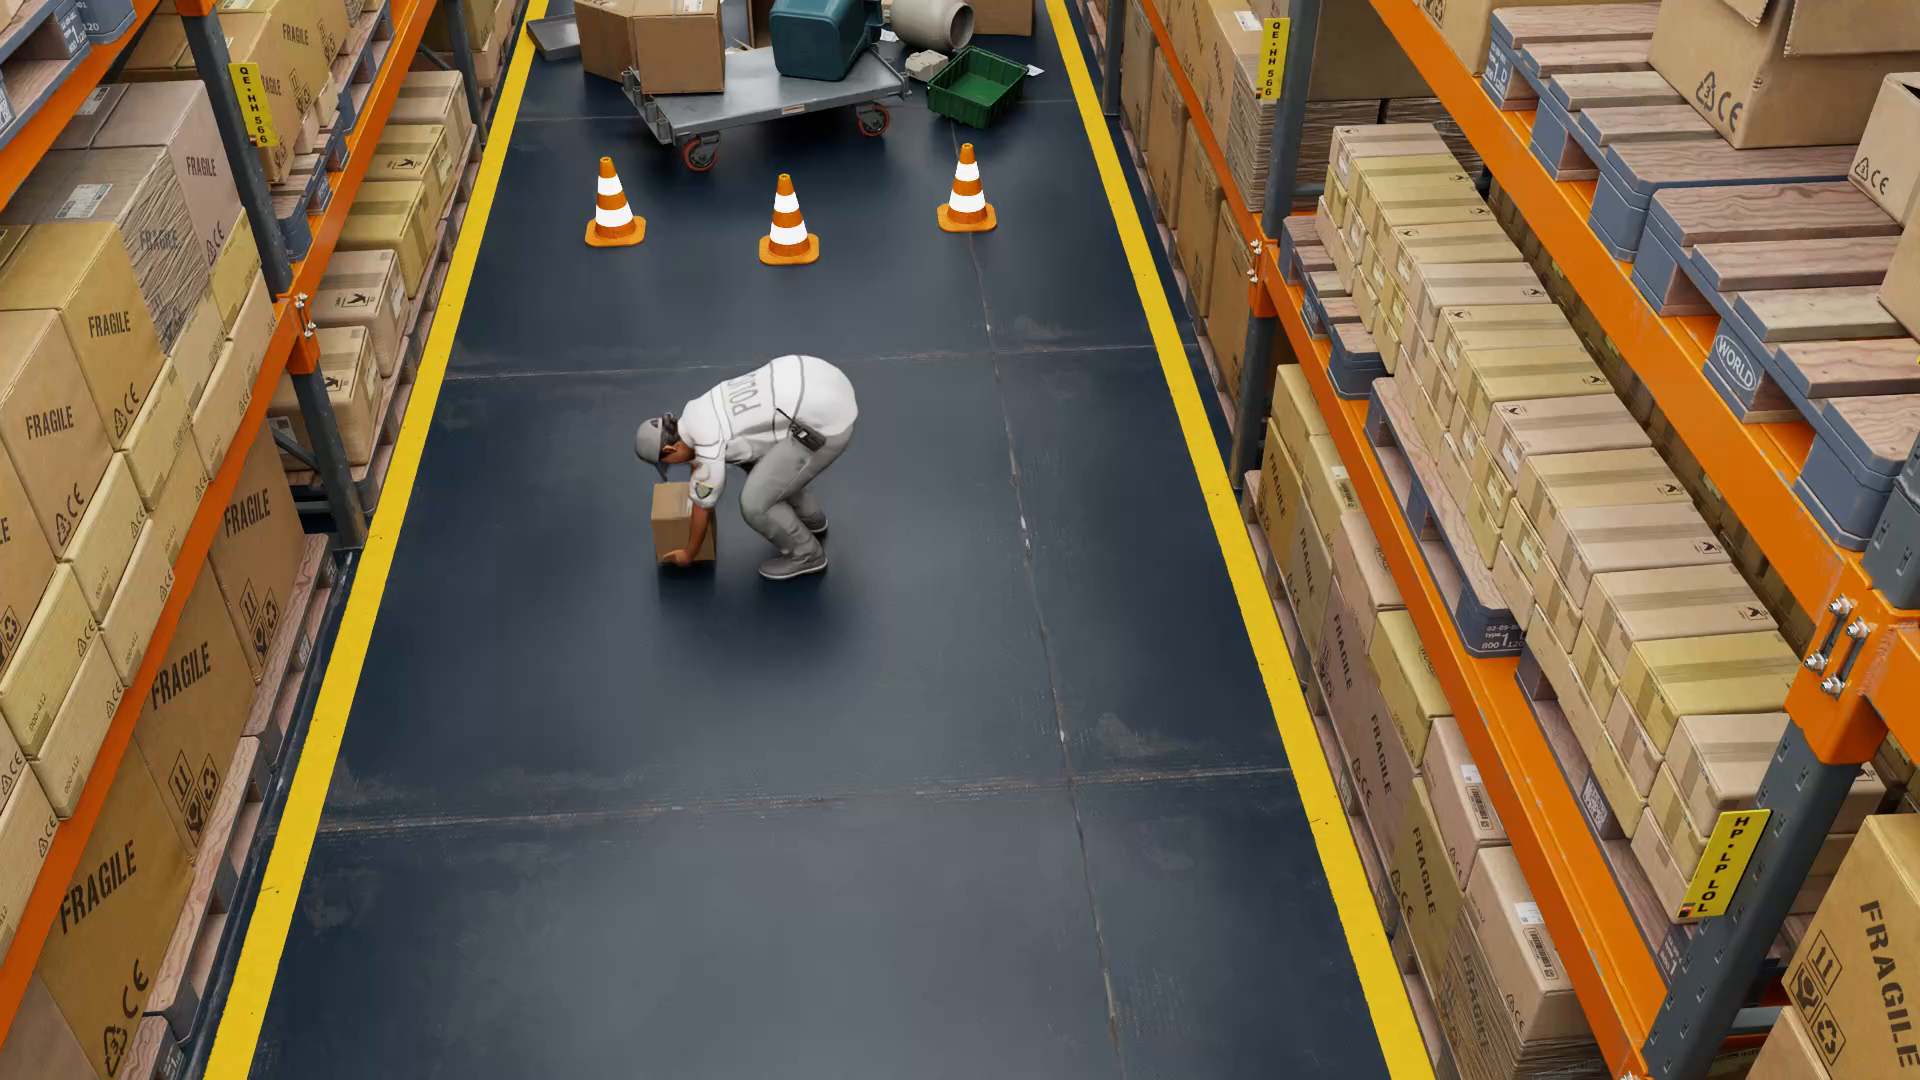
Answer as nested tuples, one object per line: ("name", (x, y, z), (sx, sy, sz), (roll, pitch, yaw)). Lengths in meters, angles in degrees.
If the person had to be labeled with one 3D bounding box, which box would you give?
("person", (5.248, -15.506, 21.641), (18.753, 6.004, 40.149), (-5, 40, -6))
